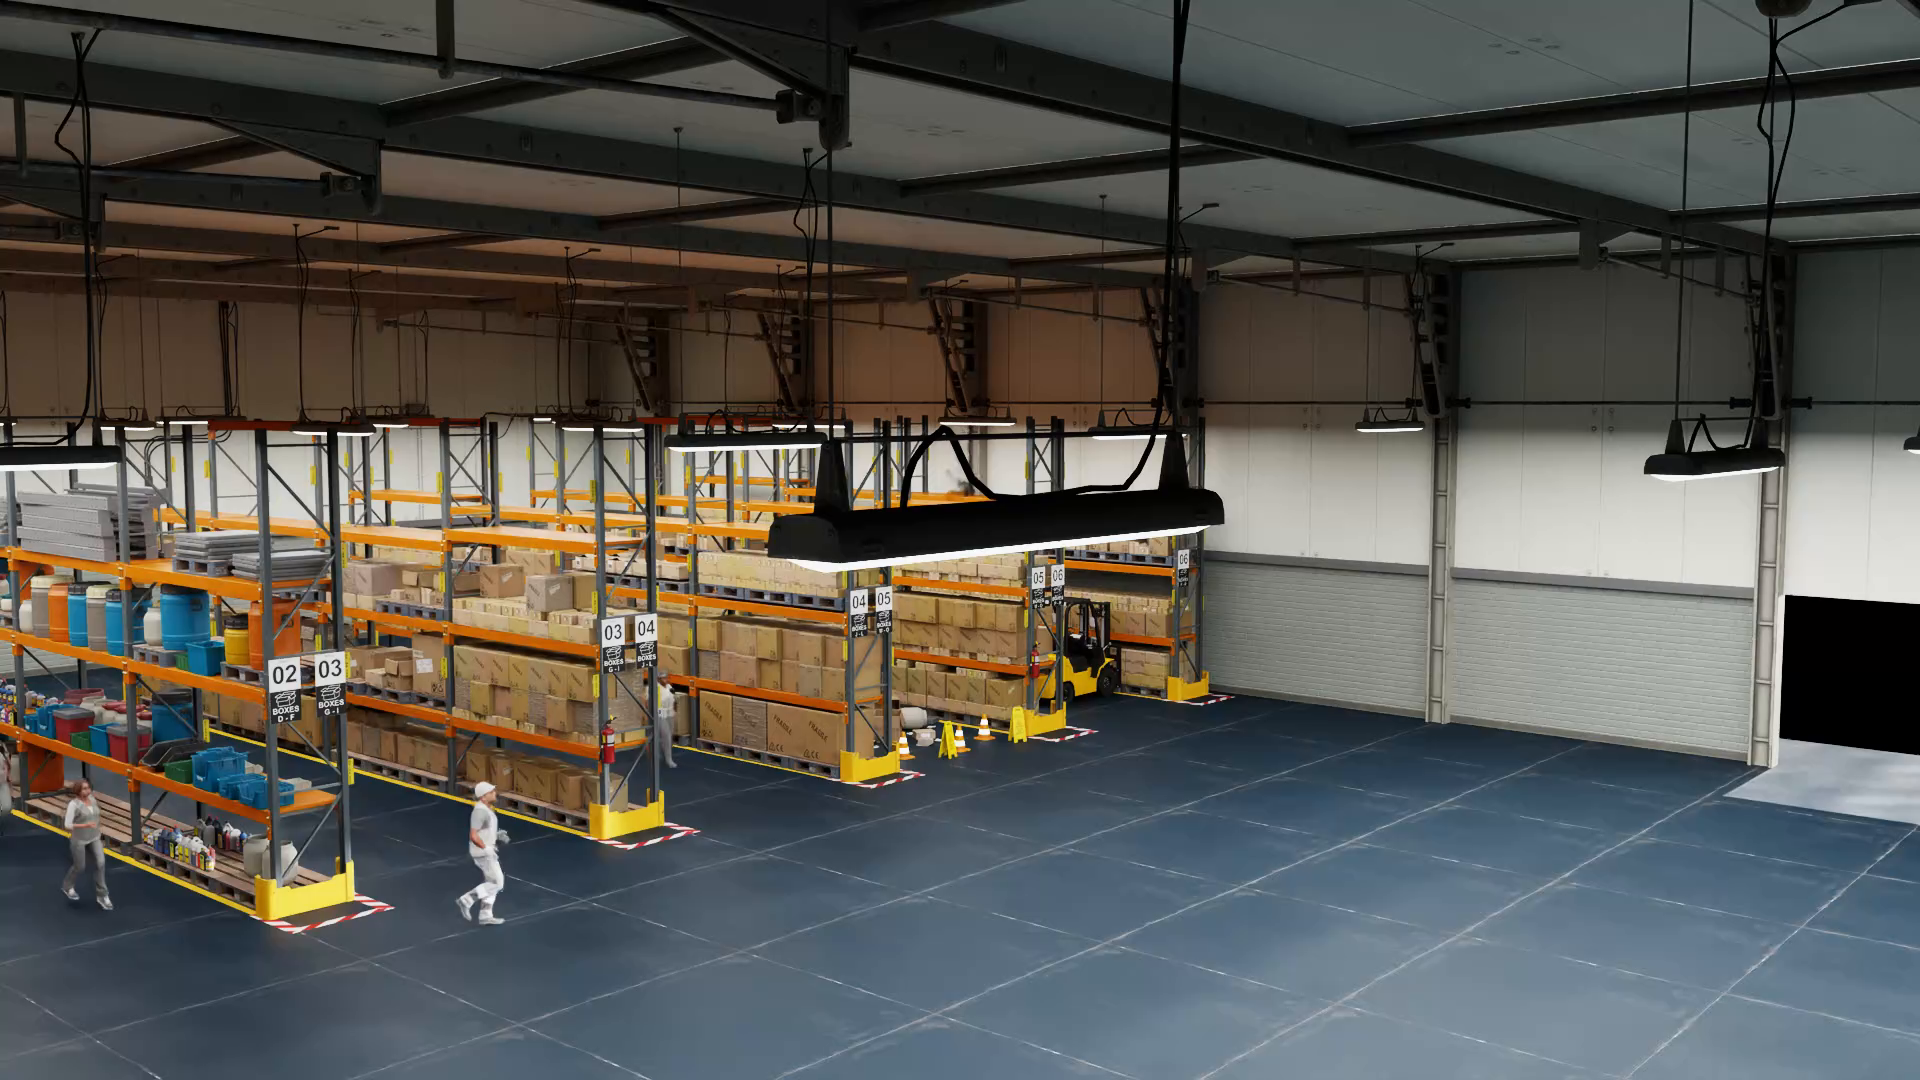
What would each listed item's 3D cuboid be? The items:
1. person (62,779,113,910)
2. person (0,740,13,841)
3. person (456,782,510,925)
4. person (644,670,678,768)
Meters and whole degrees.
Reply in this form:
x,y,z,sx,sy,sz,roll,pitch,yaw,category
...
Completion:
x,y,z,sx,sy,sz,roll,pitch,yaw,category
-10.972,3.794,20.814,0.810,1.632,0.529,3,5,29,person
-13.935,3.475,23.909,0.622,1.733,0.655,4,6,37,person
-5.781,3.790,20.143,0.643,1.754,0.648,-1,5,-15,person
-5.198,3.088,28.988,0.727,1.695,0.585,4,6,40,person
